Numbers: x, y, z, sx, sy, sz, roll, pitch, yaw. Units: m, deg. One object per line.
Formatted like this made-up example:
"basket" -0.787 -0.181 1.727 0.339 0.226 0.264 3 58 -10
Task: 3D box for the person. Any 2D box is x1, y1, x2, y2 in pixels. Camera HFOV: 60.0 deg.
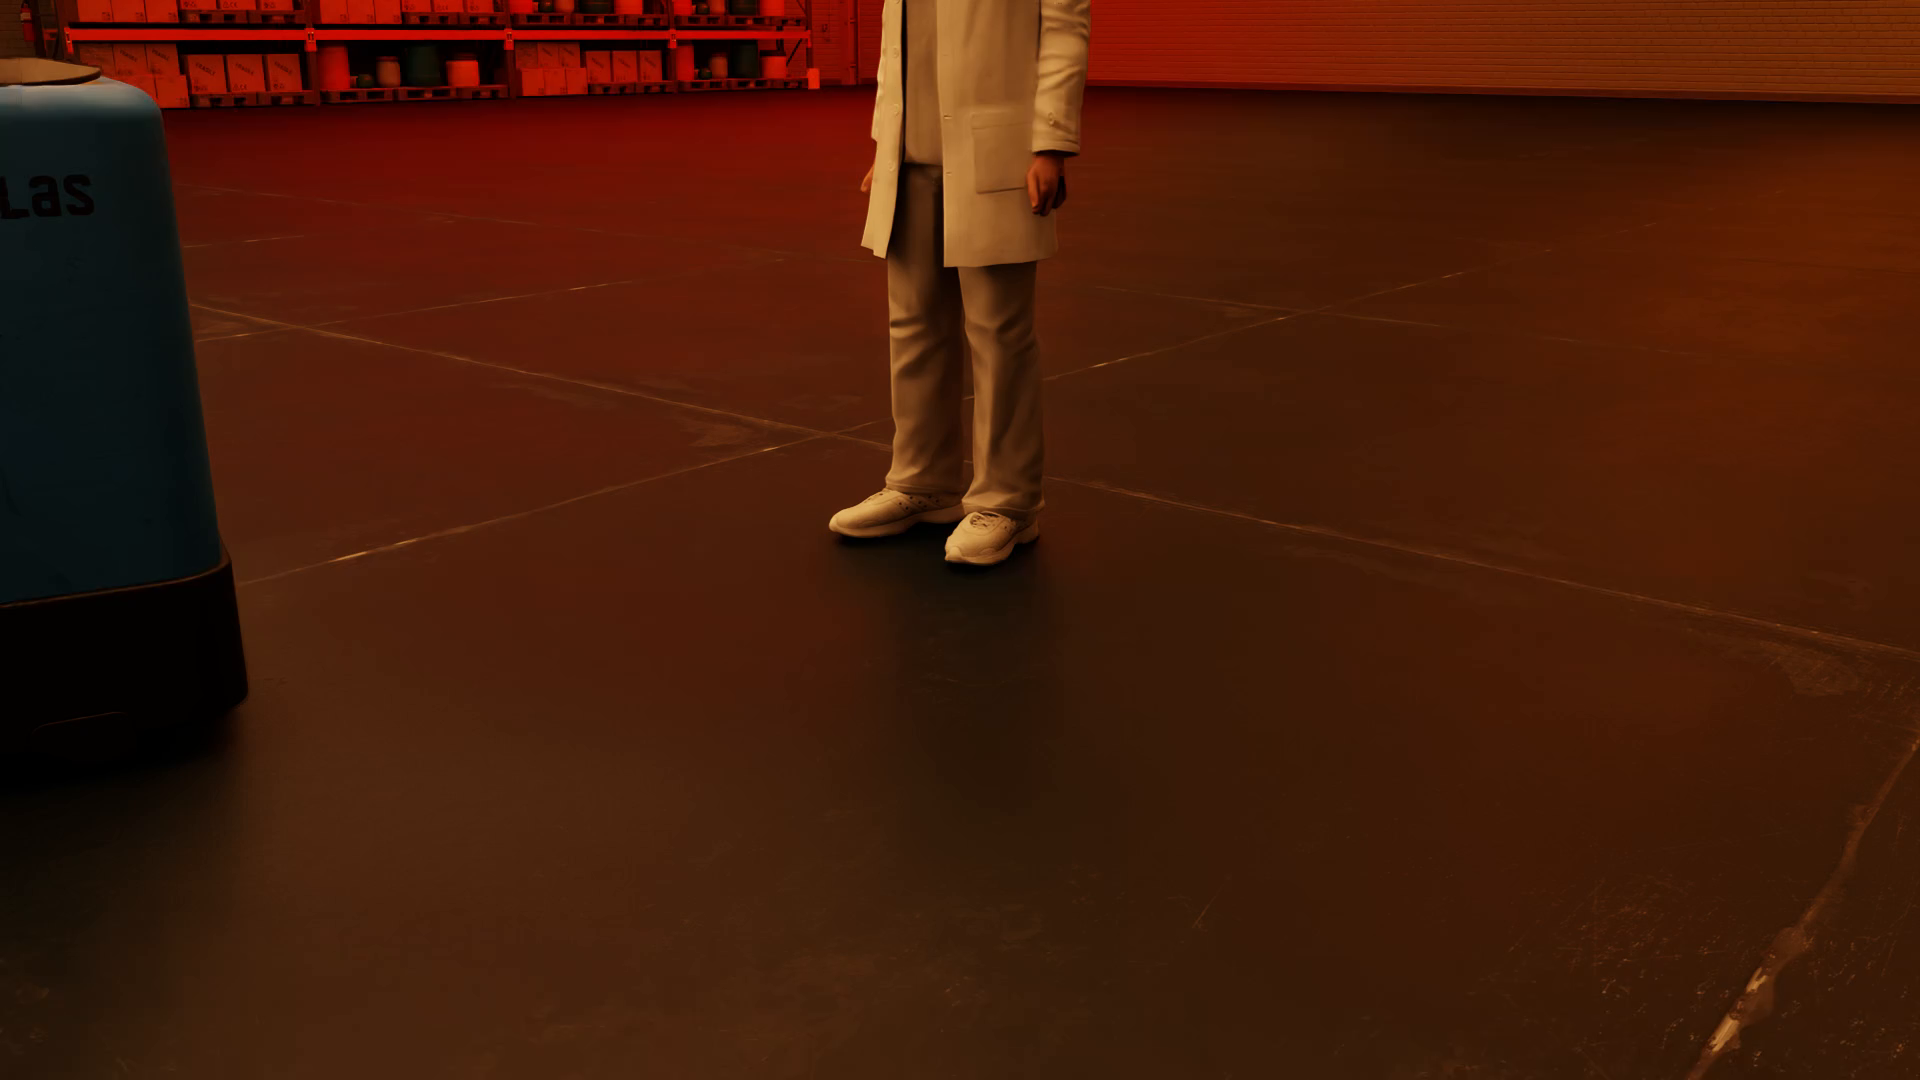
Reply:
"person" -0.004 -0.846 3.662 0.551 1.782 0.389 13 21 37

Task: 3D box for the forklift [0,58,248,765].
"forklift" -2.744 -0.965 2.074 3.031 2.935 1.130 -9 19 -28
